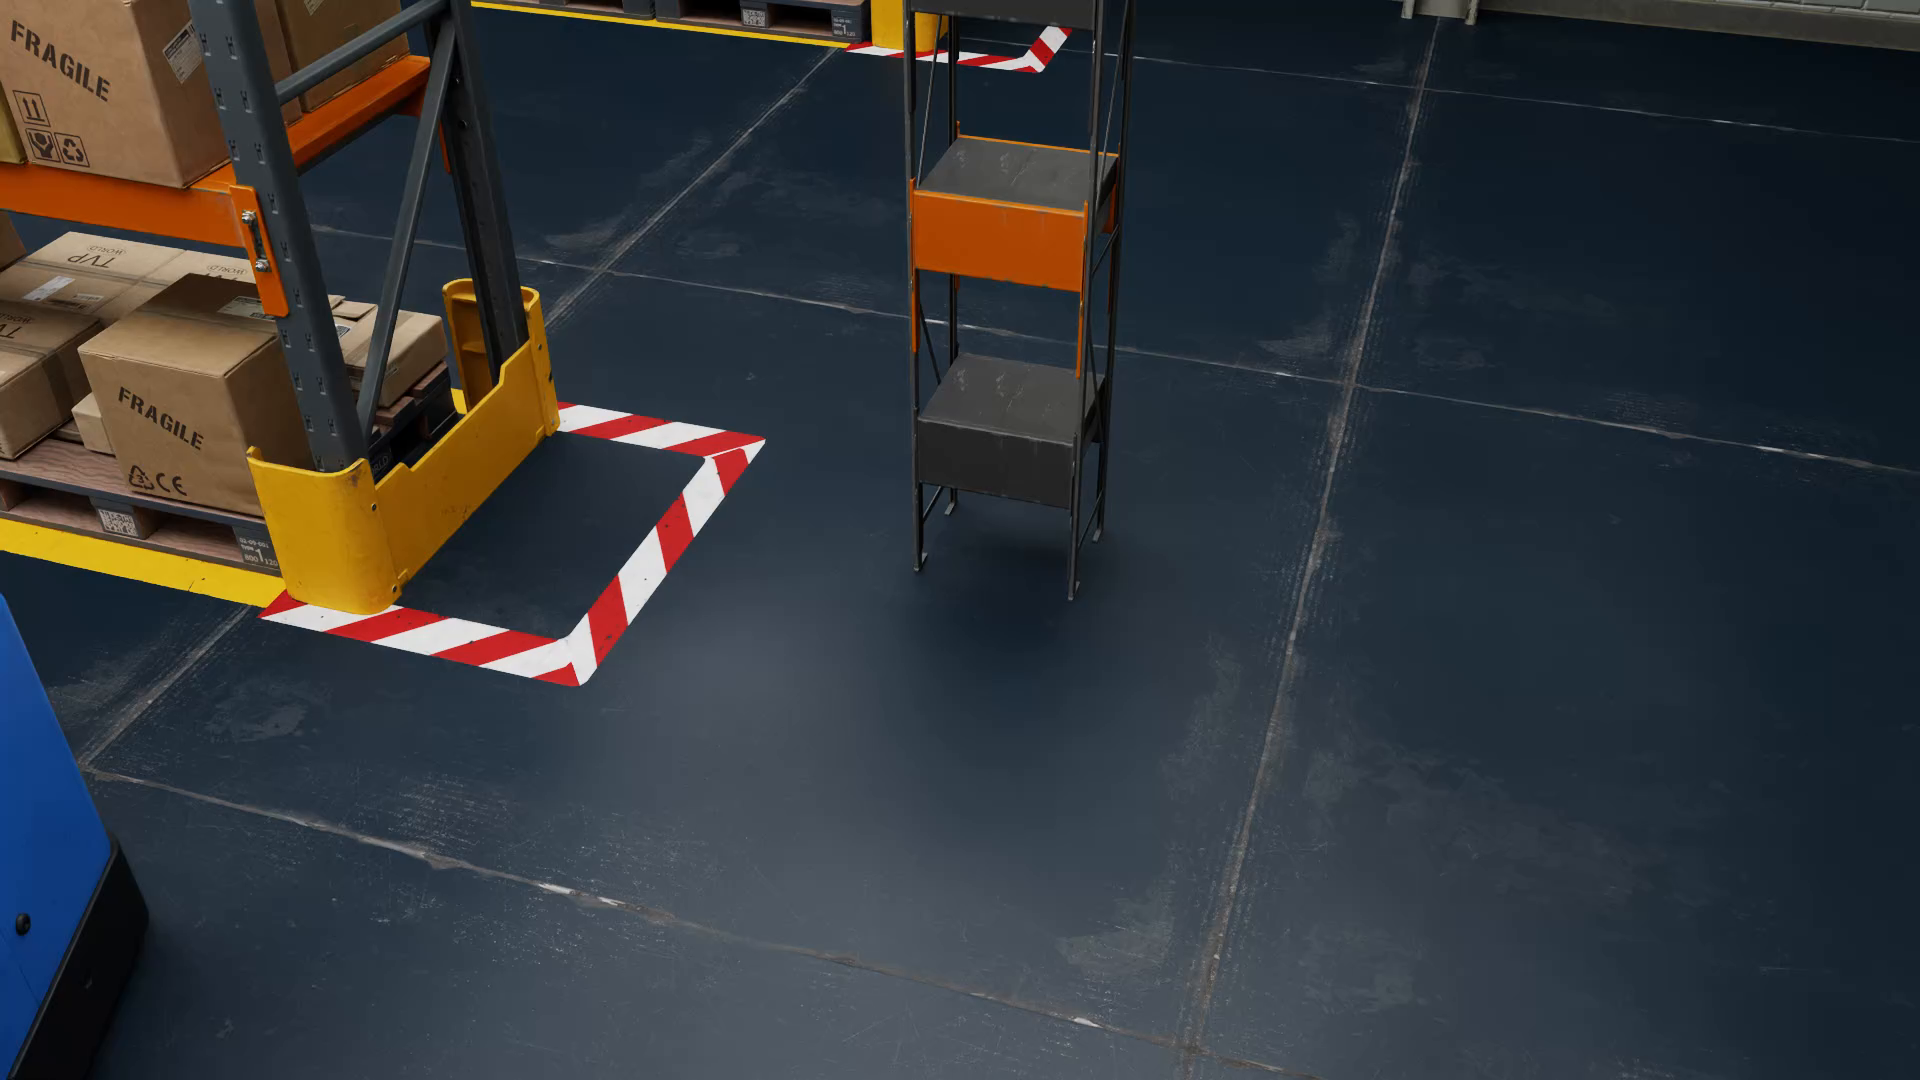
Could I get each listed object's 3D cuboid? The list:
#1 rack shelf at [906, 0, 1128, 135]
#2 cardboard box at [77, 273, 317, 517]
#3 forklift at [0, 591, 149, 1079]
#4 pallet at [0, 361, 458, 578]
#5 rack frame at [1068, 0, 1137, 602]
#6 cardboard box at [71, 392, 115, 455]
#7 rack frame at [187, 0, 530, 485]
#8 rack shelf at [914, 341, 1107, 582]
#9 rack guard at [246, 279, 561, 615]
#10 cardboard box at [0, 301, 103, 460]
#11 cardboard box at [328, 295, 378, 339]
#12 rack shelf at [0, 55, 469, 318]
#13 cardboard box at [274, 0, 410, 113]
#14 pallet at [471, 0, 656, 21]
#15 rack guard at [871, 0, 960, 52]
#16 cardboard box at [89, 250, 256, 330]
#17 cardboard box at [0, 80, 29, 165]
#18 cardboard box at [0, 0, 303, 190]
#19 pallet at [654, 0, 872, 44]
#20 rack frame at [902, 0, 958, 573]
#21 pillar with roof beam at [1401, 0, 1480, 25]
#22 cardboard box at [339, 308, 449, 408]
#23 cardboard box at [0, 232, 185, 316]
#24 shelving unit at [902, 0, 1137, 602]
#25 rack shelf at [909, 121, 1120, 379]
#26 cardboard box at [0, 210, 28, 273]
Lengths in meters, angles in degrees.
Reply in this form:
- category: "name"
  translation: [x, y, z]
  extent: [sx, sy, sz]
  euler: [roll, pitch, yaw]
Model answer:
- category: "rack shelf"
  translation: [0.158, -1.369, 4.181]
  extent: [0.480, 0.518, 0.431]
  euler: [10, 38, 14]
- category: "cardboard box"
  translation: [-2.235, -0.449, 5.067]
  extent: [0.500, 0.500, 0.500]
  euler: [10, 38, 14]
- category: "forklift"
  translation: [-3.391, 0.089, 2.656]
  extent: [3.031, 2.935, 1.130]
  euler: [-2, 36, -3]
- category: "pallet"
  translation: [-2.476, -0.352, 5.551]
  extent: [1.213, 0.211, 1.003]
  euler: [10, 38, 14]
- category: "rack frame"
  translation: [0.391, -0.773, 4.529]
  extent: [0.015, 2.100, 0.400]
  euler: [10, 38, 14]
- category: "cardboard box"
  translation: [-2.595, -0.437, 5.332]
  extent: [0.250, 0.166, 0.380]
  euler: [10, 38, 14]
- category: "rack frame"
  translation: [-1.642, -1.322, 4.515]
  extent: [0.127, 3.000, 1.000]
  euler: [10, 38, 14]
- category: "rack shelf"
  translation: [0.158, -0.242, 5.011]
  extent: [0.480, 0.518, 0.431]
  euler: [10, 38, 14]
- category: "rack guard"
  translation: [-1.715, -0.328, 5.274]
  extent: [0.348, 0.500, 1.175]
  euler: [10, 38, 14]
- category: "cardboard box"
  translation: [-3.133, -0.533, 5.392]
  extent: [0.500, 0.250, 0.500]
  euler: [10, 38, 14]
- category: "cardboard box"
  translation: [-2.178, -0.670, 5.649]
  extent: [0.250, 0.166, 0.380]
  euler: [10, 38, 14]
- category: "rack shelf"
  translation: [-3.551, -1.385, 5.209]
  extent: [4.000, 0.370, 1.077]
  euler: [10, 38, 14]
- category: "cardboard box"
  translation: [-1.987, -1.589, 4.795]
  extent: [0.500, 0.500, 0.500]
  euler: [11, 38, 15]
- category: "pallet"
  translation: [-2.116, -3.316, 9.577]
  extent: [1.213, 0.211, 1.003]
  euler: [10, 38, 14]
- category: "rack guard"
  translation: [-0.146, -3.114, 9.059]
  extent: [0.348, 0.500, 1.175]
  euler: [10, 38, 14]
- category: "cardboard box"
  translation: [-2.554, -0.736, 5.668]
  extent: [0.500, 0.250, 0.500]
  euler: [10, 38, 14]
- category: "cardboard box"
  translation: [-2.647, -1.377, 4.506]
  extent: [0.500, 0.500, 0.500]
  euler: [11, 38, 14]
- category: "cardboard box"
  translation: [-2.151, -1.287, 4.384]
  extent: [0.500, 0.500, 0.500]
  euler: [12, 38, 15]
- category: "pallet"
  translation: [-0.955, -3.099, 9.283]
  extent: [1.213, 0.211, 1.003]
  euler: [10, 38, 14]
- category: "rack frame"
  translation: [-0.075, -0.860, 4.646]
  extent: [0.015, 2.100, 0.400]
  euler: [10, 38, 14]
- category: "pillar with roof beam"
  translation: [1.382, -4.118, 3.253]
  extent: [0.400, 9.000, 9.100]
  euler: [10, 38, 14]
- category: "cardboard box"
  translation: [-1.940, -0.619, 5.595]
  extent: [0.250, 0.149, 0.380]
  euler: [10, 38, 14]
- category: "cardboard box"
  translation: [-3.031, -0.825, 5.789]
  extent: [0.500, 0.250, 0.500]
  euler: [10, 38, 14]
- category: "shelving unit"
  translation: [0.158, -0.816, 4.588]
  extent: [0.503, 2.100, 0.431]
  euler: [10, 38, 14]
- category: "rack shelf"
  translation: [0.158, -0.805, 4.596]
  extent: [0.480, 0.518, 0.431]
  euler: [10, 38, 14]
- category: "cardboard box"
  translation: [-3.666, -0.871, 5.638]
  extent: [0.637, 0.503, 0.797]
  euler: [10, 38, 14]
